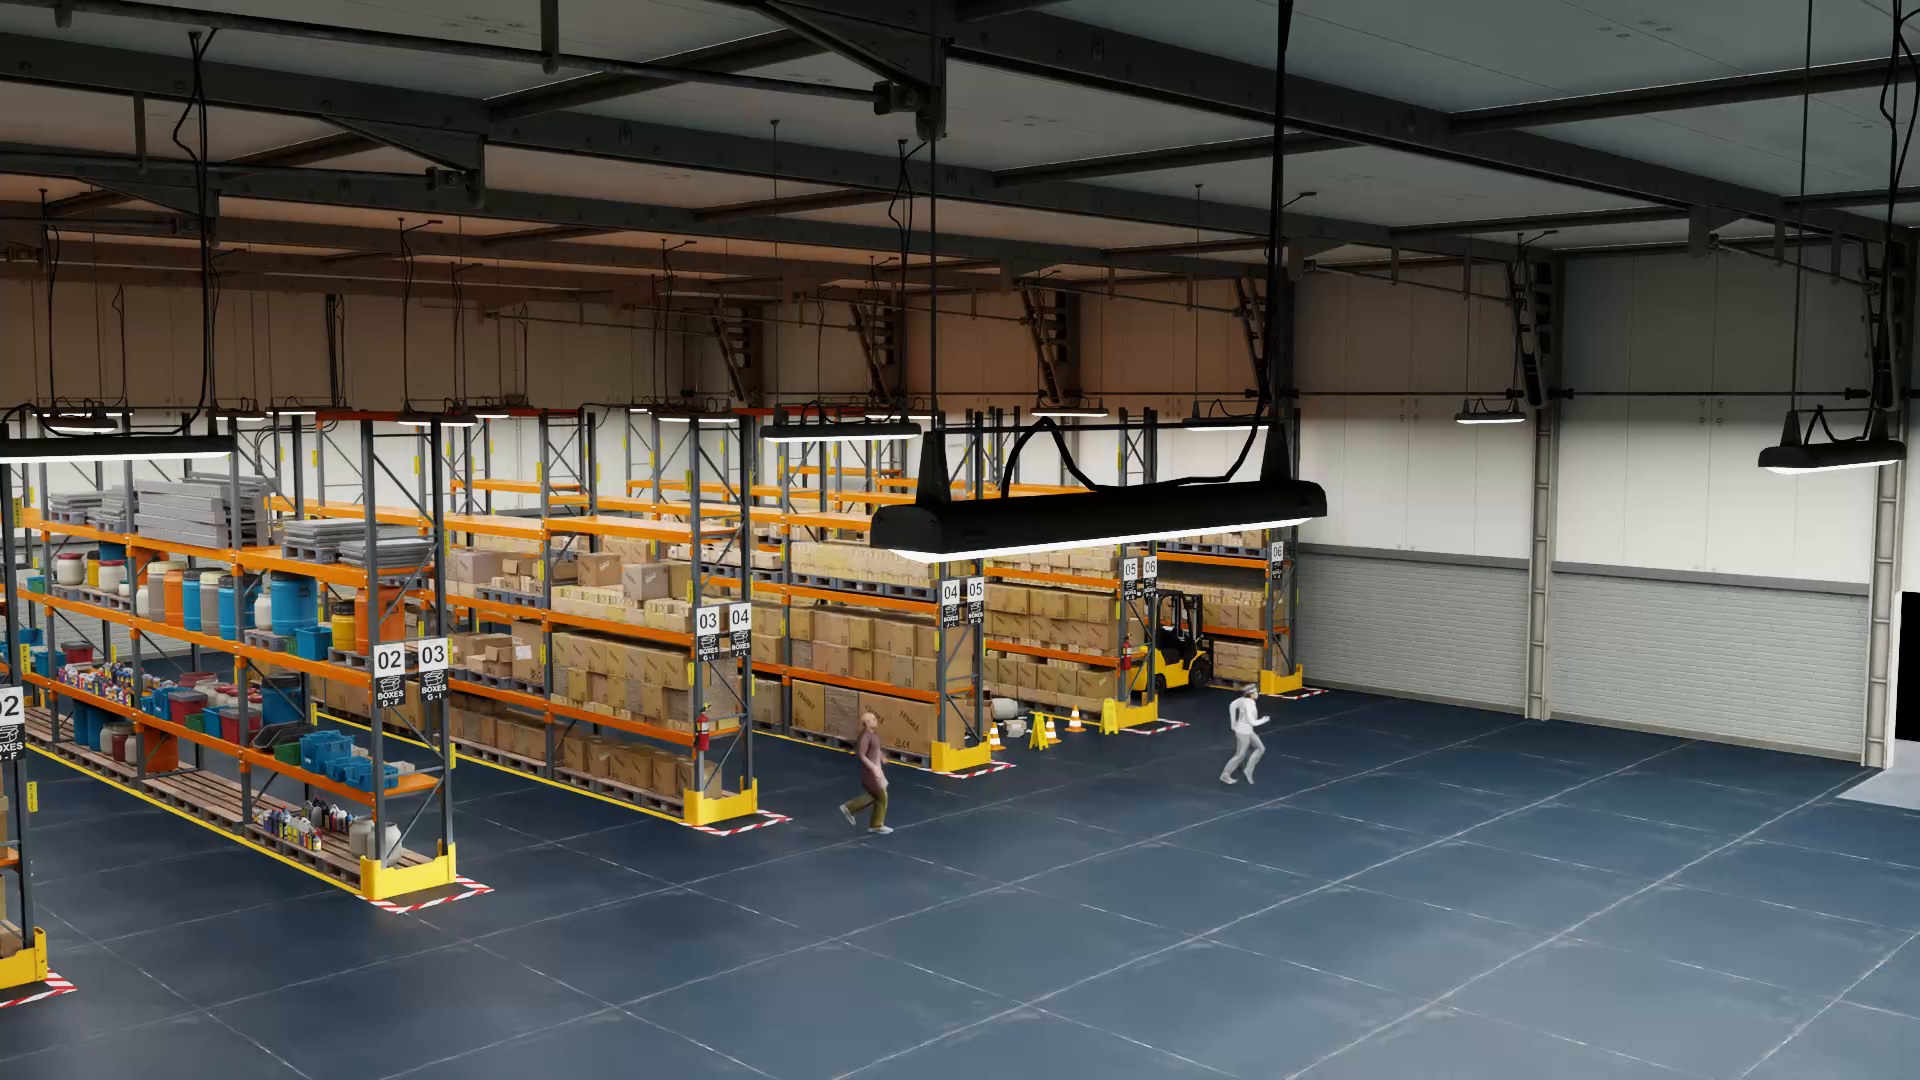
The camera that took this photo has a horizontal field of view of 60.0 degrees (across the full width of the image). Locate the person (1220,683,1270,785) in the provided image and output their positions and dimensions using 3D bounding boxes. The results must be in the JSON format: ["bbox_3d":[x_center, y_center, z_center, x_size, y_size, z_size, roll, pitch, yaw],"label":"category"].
[{"bbox_3d":[4.583,3.118,26.752,0.782,1.669,0.642,0,5,3],"label":"person"}]

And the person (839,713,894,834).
[{"bbox_3d":[-1.347,3.391,23.900,0.786,1.684,0.708,-1,5,-7],"label":"person"}]
